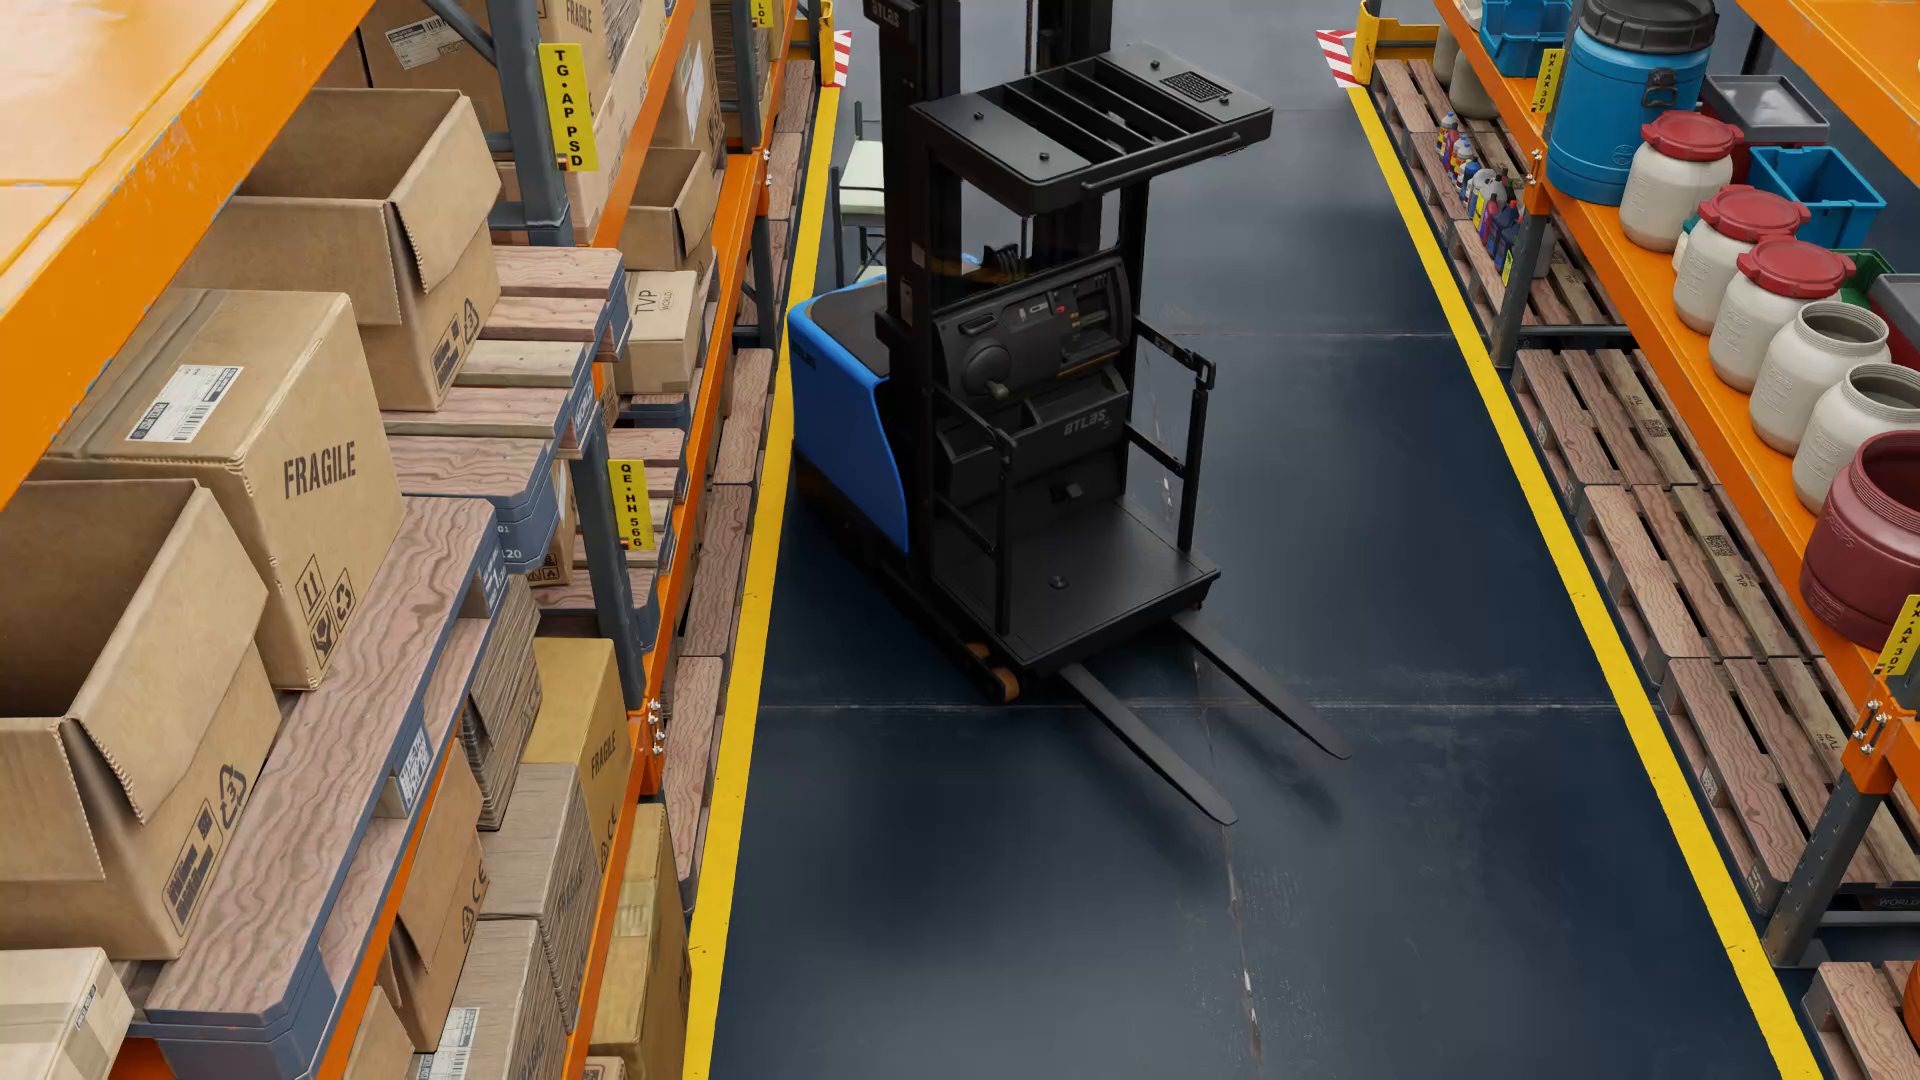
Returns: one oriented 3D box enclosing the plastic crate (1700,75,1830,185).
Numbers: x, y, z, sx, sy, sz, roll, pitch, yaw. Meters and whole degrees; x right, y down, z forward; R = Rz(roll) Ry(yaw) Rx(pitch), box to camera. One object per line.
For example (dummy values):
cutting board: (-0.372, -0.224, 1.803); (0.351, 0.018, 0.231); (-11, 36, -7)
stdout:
plastic crate: (3.755, -1.871, 7.881); (0.402, 0.464, 0.583); (0, 39, 0)

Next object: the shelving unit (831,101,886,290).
shelving unit: (-0.367, -1.375, 8.512); (0.431, 1.500, 0.755); (4, 39, 5)

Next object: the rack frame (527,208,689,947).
rack frame: (-1.500, 0.356, 5.153); (1.000, 3.000, 0.127); (0, 39, 0)

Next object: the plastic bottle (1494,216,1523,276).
plastic bottle: (3.159, -1.690, 9.472); (0.144, 0.351, 0.185); (-1, 39, -1)

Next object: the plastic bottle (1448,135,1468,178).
plastic bottle: (3.134, -2.409, 10.433); (0.097, 0.271, 0.097); (0, 39, 0)

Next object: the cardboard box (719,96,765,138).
cardboard box: (-1.204, -2.182, 8.521); (0.380, 0.149, 0.250); (0, 39, 0)

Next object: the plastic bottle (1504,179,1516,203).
plastic bottle: (3.261, -2.001, 9.915); (0.061, 0.283, 0.133); (0, 39, 0)

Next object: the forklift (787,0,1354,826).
forklift: (0.434, -0.787, 6.634); (1.130, 2.935, 3.031); (-23, 44, -26)

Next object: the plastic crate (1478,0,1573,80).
plastic crate: (3.175, -2.783, 9.188); (0.499, 0.251, 0.616); (0, 39, 0)

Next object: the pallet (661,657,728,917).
pallet: (-1.500, 0.955, 6.635); (1.003, 0.211, 1.213); (0, 39, 0)

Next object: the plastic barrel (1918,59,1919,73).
plastic barrel: (3.218, -1.559, 5.255); (0.301, 0.262, 0.301); (0, 39, 0)

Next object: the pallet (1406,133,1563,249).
pallet: (3.485, -2.246, 10.629); (1.003, 0.211, 1.213); (0, 39, 0)

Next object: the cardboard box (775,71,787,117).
cardboard box: (-1.490, -3.071, 11.092); (0.500, 0.500, 0.500); (10, 40, 12)

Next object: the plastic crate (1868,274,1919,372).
plastic crate: (3.757, -0.683, 6.398); (0.402, 0.464, 0.583); (0, 39, 0)

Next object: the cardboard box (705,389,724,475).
cardboard box: (-1.544, -0.659, 8.067); (0.700, 0.500, 0.500); (0, 39, 0)

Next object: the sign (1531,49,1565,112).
sign: (2.898, -2.264, 8.200); (0.100, 0.325, 0.005); (0, 39, 0)

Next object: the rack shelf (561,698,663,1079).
rack shelf: (-1.498, 1.887, 3.817); (1.077, 0.370, 4.000); (0, 39, 0)

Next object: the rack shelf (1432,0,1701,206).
rack shelf: (3.446, -3.119, 10.064); (1.077, 0.370, 4.000); (0, 39, 0)

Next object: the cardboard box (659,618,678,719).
cardboard box: (-1.534, 0.394, 6.752); (0.700, 0.500, 0.500); (-3, 39, -4)

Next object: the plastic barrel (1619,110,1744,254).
plastic barrel: (3.230, -1.604, 7.489); (0.433, 0.535, 0.433); (0, 39, 0)

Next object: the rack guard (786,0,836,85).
rack guard: (-1.509, -3.624, 12.118); (1.175, 0.500, 0.348); (0, 39, 0)

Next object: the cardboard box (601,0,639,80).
cardboard box: (-1.240, -1.660, 4.790); (0.500, 0.500, 0.500); (0, 39, 0)

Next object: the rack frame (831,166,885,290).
rack frame: (-0.405, -1.147, 8.228); (0.400, 1.500, 0.023); (4, 39, 5)

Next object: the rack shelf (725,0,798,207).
rack shelf: (-1.507, -3.115, 10.060); (1.077, 0.370, 4.000); (0, 39, 0)

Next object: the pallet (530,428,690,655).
pallet: (-1.607, -0.015, 5.769); (1.213, 0.211, 1.003); (0, 39, 0)

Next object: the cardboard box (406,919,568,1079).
cardboard box: (-1.253, 1.262, 3.942); (0.500, 0.500, 0.500); (-1, 39, -2)

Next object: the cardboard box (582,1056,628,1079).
cardboard box: (-1.527, 2.010, 4.452); (1.225, 0.875, 0.875); (0, 39, 0)

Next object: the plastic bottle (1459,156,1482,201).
plastic bottle: (3.135, -2.220, 10.197); (0.097, 0.271, 0.097); (0, 39, 0)

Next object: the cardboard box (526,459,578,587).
cardboard box: (-1.541, -0.185, 5.411); (0.500, 0.500, 0.500); (-5, 39, -6)

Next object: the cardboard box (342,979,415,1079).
cardboard box: (-1.510, 1.210, 3.205); (0.797, 0.503, 0.637); (1, 39, 1)

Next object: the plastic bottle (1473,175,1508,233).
plastic bottle: (3.159, -2.012, 9.873); (0.144, 0.351, 0.185); (0, 39, 0)

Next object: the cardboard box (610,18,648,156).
cardboard box: (-1.246, -1.371, 5.029); (0.500, 0.250, 0.500); (1, 39, 1)

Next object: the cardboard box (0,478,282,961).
cardboard box: (-1.476, 0.259, 2.457); (0.797, 0.503, 0.637); (-1, 39, -1)

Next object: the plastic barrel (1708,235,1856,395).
plastic barrel: (3.231, -0.874, 6.579); (0.433, 0.535, 0.433); (0, 39, 0)

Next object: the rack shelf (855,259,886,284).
rack shelf: (-0.367, -1.121, 8.716); (0.431, 0.370, 0.720); (4, 39, 5)

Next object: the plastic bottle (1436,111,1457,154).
plastic bottle: (3.134, -2.623, 10.700); (0.097, 0.271, 0.097); (0, 39, 0)

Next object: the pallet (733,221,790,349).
pallet: (-1.541, -1.477, 9.670); (1.003, 0.211, 1.213); (0, 39, 0)

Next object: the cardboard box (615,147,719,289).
cardboard box: (-1.410, -1.266, 6.758); (0.797, 0.503, 0.637); (4, 39, 5)

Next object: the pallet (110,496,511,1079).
pallet: (-1.442, 0.361, 2.899); (1.003, 0.211, 1.213); (2, 39, 2)

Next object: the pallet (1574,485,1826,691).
pallet: (3.492, 0.195, 7.583); (1.003, 0.211, 1.213); (0, 39, 0)

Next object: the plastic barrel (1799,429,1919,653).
plastic barrel: (3.149, 0.009, 5.476); (0.600, 0.536, 0.708); (0, 39, 0)

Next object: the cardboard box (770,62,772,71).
cardboard box: (-1.229, -2.651, 9.106); (0.380, 0.149, 0.250); (0, 39, 0)

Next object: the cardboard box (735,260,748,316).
cardboard box: (-1.465, -1.584, 9.237); (0.500, 0.500, 0.500); (-1, 39, -1)

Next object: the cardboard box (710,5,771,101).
cardboard box: (-1.443, -2.582, 8.501); (0.875, 0.500, 0.500); (0, 39, 0)

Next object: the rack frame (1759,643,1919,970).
rack frame: (3.453, 0.352, 5.157); (1.000, 3.000, 0.127); (0, 39, 0)
